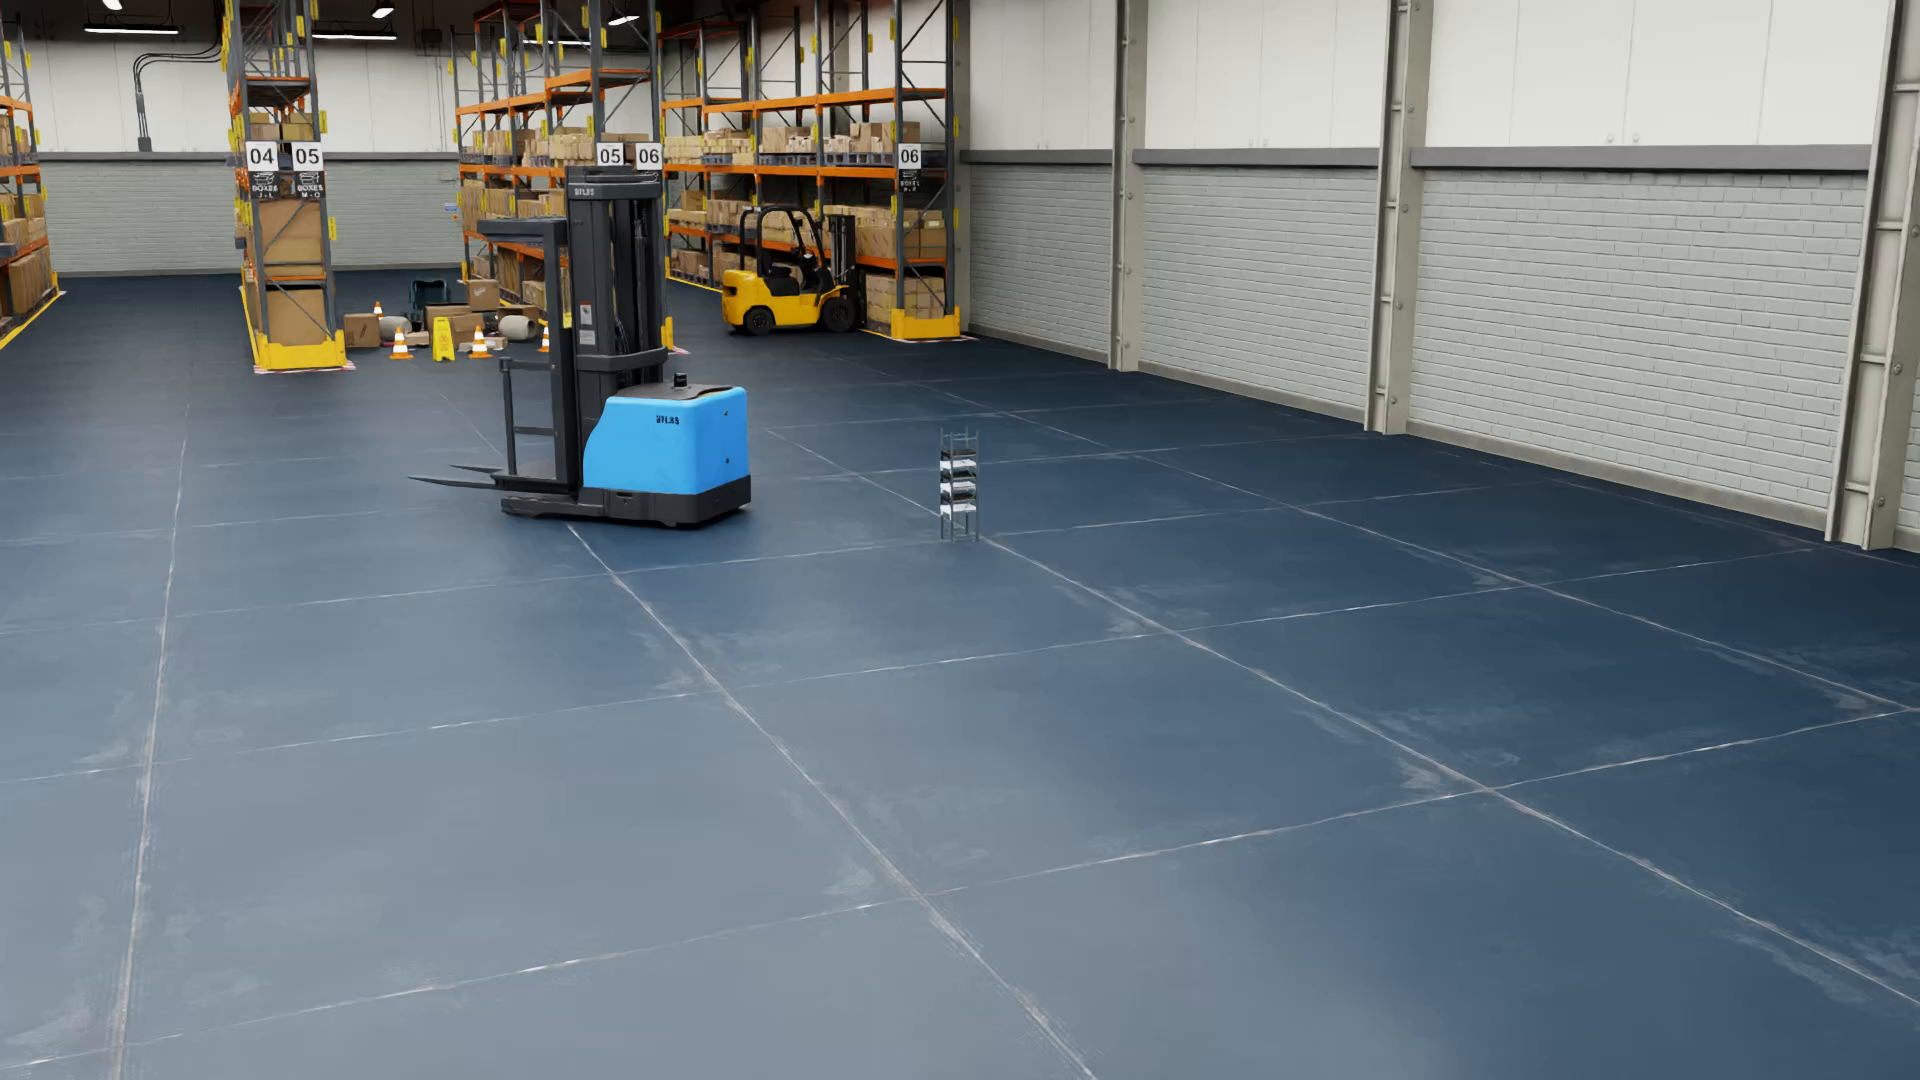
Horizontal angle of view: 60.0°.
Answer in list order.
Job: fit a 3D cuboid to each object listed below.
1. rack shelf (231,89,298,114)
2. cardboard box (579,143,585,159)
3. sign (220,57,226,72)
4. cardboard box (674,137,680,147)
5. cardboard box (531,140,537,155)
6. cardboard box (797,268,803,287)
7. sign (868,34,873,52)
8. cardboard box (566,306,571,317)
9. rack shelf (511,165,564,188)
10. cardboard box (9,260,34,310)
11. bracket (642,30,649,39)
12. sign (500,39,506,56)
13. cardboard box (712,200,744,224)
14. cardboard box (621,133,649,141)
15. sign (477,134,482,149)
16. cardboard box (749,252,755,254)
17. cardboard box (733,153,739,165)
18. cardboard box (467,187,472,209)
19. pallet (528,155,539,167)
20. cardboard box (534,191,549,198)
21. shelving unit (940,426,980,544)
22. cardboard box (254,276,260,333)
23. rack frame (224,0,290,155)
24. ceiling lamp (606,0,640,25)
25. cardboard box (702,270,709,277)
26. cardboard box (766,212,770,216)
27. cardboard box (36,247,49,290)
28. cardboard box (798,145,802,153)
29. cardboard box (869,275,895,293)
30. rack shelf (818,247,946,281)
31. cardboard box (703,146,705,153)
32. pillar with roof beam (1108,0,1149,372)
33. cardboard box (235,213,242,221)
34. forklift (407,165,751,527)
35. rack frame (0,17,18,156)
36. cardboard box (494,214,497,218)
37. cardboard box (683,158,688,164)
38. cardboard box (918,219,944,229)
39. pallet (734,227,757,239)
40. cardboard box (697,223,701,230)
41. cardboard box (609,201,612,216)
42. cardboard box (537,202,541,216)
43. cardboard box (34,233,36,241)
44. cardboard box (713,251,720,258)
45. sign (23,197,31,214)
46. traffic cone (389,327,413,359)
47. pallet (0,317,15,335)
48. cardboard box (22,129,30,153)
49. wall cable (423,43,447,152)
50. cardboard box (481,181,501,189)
[{"bbox_3d":[-12.034,-7.629,28.858,1.077,0.370,4.000,-6,14,-23],"label":"rack shelf"},{"bbox_3d":[-5.775,-6.200,26.526,0.500,0.250,0.500,-6,14,-24],"label":"cardboard box"},{"bbox_3d":[-16.537,-10.685,37.333,0.100,0.325,0.005,-6,14,-23],"label":"sign"},{"bbox_3d":[-6.650,-9.688,40.488,0.500,0.250,0.500,-6,14,-24],"label":"cardboard box"},{"bbox_3d":[-7.703,-7.332,31.515,0.797,0.503,0.637,-6,14,-23],"label":"cardboard box"},{"bbox_3d":[-2.714,-5.071,32.963,0.875,0.625,0.625,-6,14,-24],"label":"cardboard box"},{"bbox_3d":[-1.673,-9.256,30.981,0.100,0.325,0.005,-6,14,-23],"label":"sign"},{"bbox_3d":[-6.525,-3.916,28.804,0.500,0.250,0.500,-5,14,-20],"label":"cardboard box"},{"bbox_3d":[-7.539,-6.831,31.173,1.077,0.370,4.000,-6,14,-23],"label":"rack shelf"},{"bbox_3d":[-18.028,-4.737,30.963,1.225,0.875,0.875,-6,14,-23],"label":"cardboard box"},{"bbox_3d":[-8.693,-14.093,46.321,0.235,0.232,0.430,-6,14,-23],"label":"bracket"},{"bbox_3d":[-8.847,-9.537,32.196,0.100,0.325,0.005,-6,14,-23],"label":"sign"},{"bbox_3d":[-5.200,-7.435,37.687,0.700,0.500,0.500,-5,14,-22],"label":"cardboard box"},{"bbox_3d":[-5.091,-6.299,26.071,0.380,0.149,0.250,-6,14,-23],"label":"cardboard box"},{"bbox_3d":[-10.450,-8.661,36.163,0.100,0.325,0.005,-6,14,-23],"label":"sign"},{"bbox_3d":[-4.581,-6.446,37.741,0.380,0.149,0.250,-5,14,-21],"label":"cardboard box"},{"bbox_3d":[-4.624,-8.262,36.093,0.500,0.250,0.500,-6,14,-23],"label":"cardboard box"},{"bbox_3d":[-11.187,-7.985,38.779,0.500,0.500,0.500,-6,14,-23],"label":"cardboard box"},{"bbox_3d":[-7.306,-7.027,30.845,1.213,0.211,1.003,-6,14,-23],"label":"pallet"},{"bbox_3d":[-8.314,-6.793,33.627,0.500,0.500,0.500,-6,14,-25],"label":"cardboard box"},{"bbox_3d":[-0.003,-0.440,13.276,0.258,0.900,0.210,-6,14,-23],"label":"shelving unit"},{"bbox_3d":[-11.045,-3.872,27.227,0.875,0.875,0.875,-5,14,-22],"label":"cardboard box"},{"bbox_3d":[-12.835,-8.588,30.517,1.000,3.000,0.127,-6,14,-23],"label":"rack frame"},{"bbox_3d":[-7.074,-12.803,35.786,0.800,3.185,2.000,-6,14,-23],"label":"ceiling lamp"},{"bbox_3d":[-5.888,-6.313,39.384,0.380,0.149,0.250,-6,14,-25],"label":"cardboard box"},{"bbox_3d":[-3.828,-6.799,34.435,0.380,0.149,0.250,-5,14,-22],"label":"cardboard box"},{"bbox_3d":[-19.931,-5.747,35.329,0.875,0.875,0.875,-6,14,-23],"label":"cardboard box"},{"bbox_3d":[-2.910,-7.548,32.080,0.380,0.149,0.250,-6,14,-23],"label":"cardboard box"},{"bbox_3d":[-1.269,-4.453,28.908,0.500,0.250,0.500,-5,14,-22],"label":"cardboard box"},{"bbox_3d":[-1.390,-4.992,29.881,1.077,0.370,4.000,-6,14,-23],"label":"rack shelf"},{"bbox_3d":[-5.641,-8.903,37.937,0.380,0.149,0.250,-5,14,-22],"label":"cardboard box"},{"bbox_3d":[-1.583,-6.449,21.276,9.100,9.000,0.400,-6,14,-23],"label":"pillar with roof beam"},{"bbox_3d":[-13.452,-6.097,31.366,0.380,0.149,0.250,-6,14,-25],"label":"cardboard box"},{"bbox_3d":[-3.393,-1.719,14.299,3.031,2.935,1.130,5,14,20],"label":"forklift"},{"bbox_3d":[-19.023,-8.987,32.243,1.000,3.000,0.127,-6,14,-23],"label":"rack frame"},{"bbox_3d":[-9.612,-6.802,35.329,0.500,0.250,0.500,-5,14,-22],"label":"cardboard box"},{"bbox_3d":[-6.454,-9.110,39.985,0.380,0.149,0.250,-5,14,-22],"label":"cardboard box"},{"bbox_3d":[-0.487,-5.387,28.335,0.380,0.149,0.250,-6,14,-24],"label":"cardboard box"},{"bbox_3d":[-4.129,-6.622,35.756,1.213,0.211,1.003,-6,14,-23],"label":"pallet"},{"bbox_3d":[-6.005,-7.432,39.388,0.380,0.149,0.250,-5,14,-22],"label":"cardboard box"},{"bbox_3d":[-5.540,-5.247,26.288,0.700,0.500,0.500,-6,14,-24],"label":"cardboard box"},{"bbox_3d":[-7.534,-5.989,30.781,0.500,0.500,0.500,-5,14,-21],"label":"cardboard box"},{"bbox_3d":[-19.154,-6.196,34.045,0.380,0.149,0.250,-6,14,-25],"label":"cardboard box"},{"bbox_3d":[-5.496,-6.613,38.464,0.380,0.149,0.250,-5,14,-20],"label":"cardboard box"},{"bbox_3d":[-18.529,-6.641,33.018,0.100,0.325,0.005,-6,14,-23],"label":"sign"},{"bbox_3d":[-8.542,-3.014,25.367,0.336,0.463,0.334,-6,14,-23],"label":"traffic cone"},{"bbox_3d":[-17.109,-3.718,28.965,1.003,0.211,1.213,-6,14,-23],"label":"pallet"},{"bbox_3d":[-20.367,-8.551,35.638,0.700,0.500,0.500,-7,15,-26],"label":"cardboard box"},{"bbox_3d":[-14.081,-11.858,44.648,0.463,3.000,0.029,-6,14,-23],"label":"wall cable"},{"bbox_3d":[-10.357,-7.846,36.740,0.380,0.149,0.250,-6,14,-24],"label":"cardboard box"}]
